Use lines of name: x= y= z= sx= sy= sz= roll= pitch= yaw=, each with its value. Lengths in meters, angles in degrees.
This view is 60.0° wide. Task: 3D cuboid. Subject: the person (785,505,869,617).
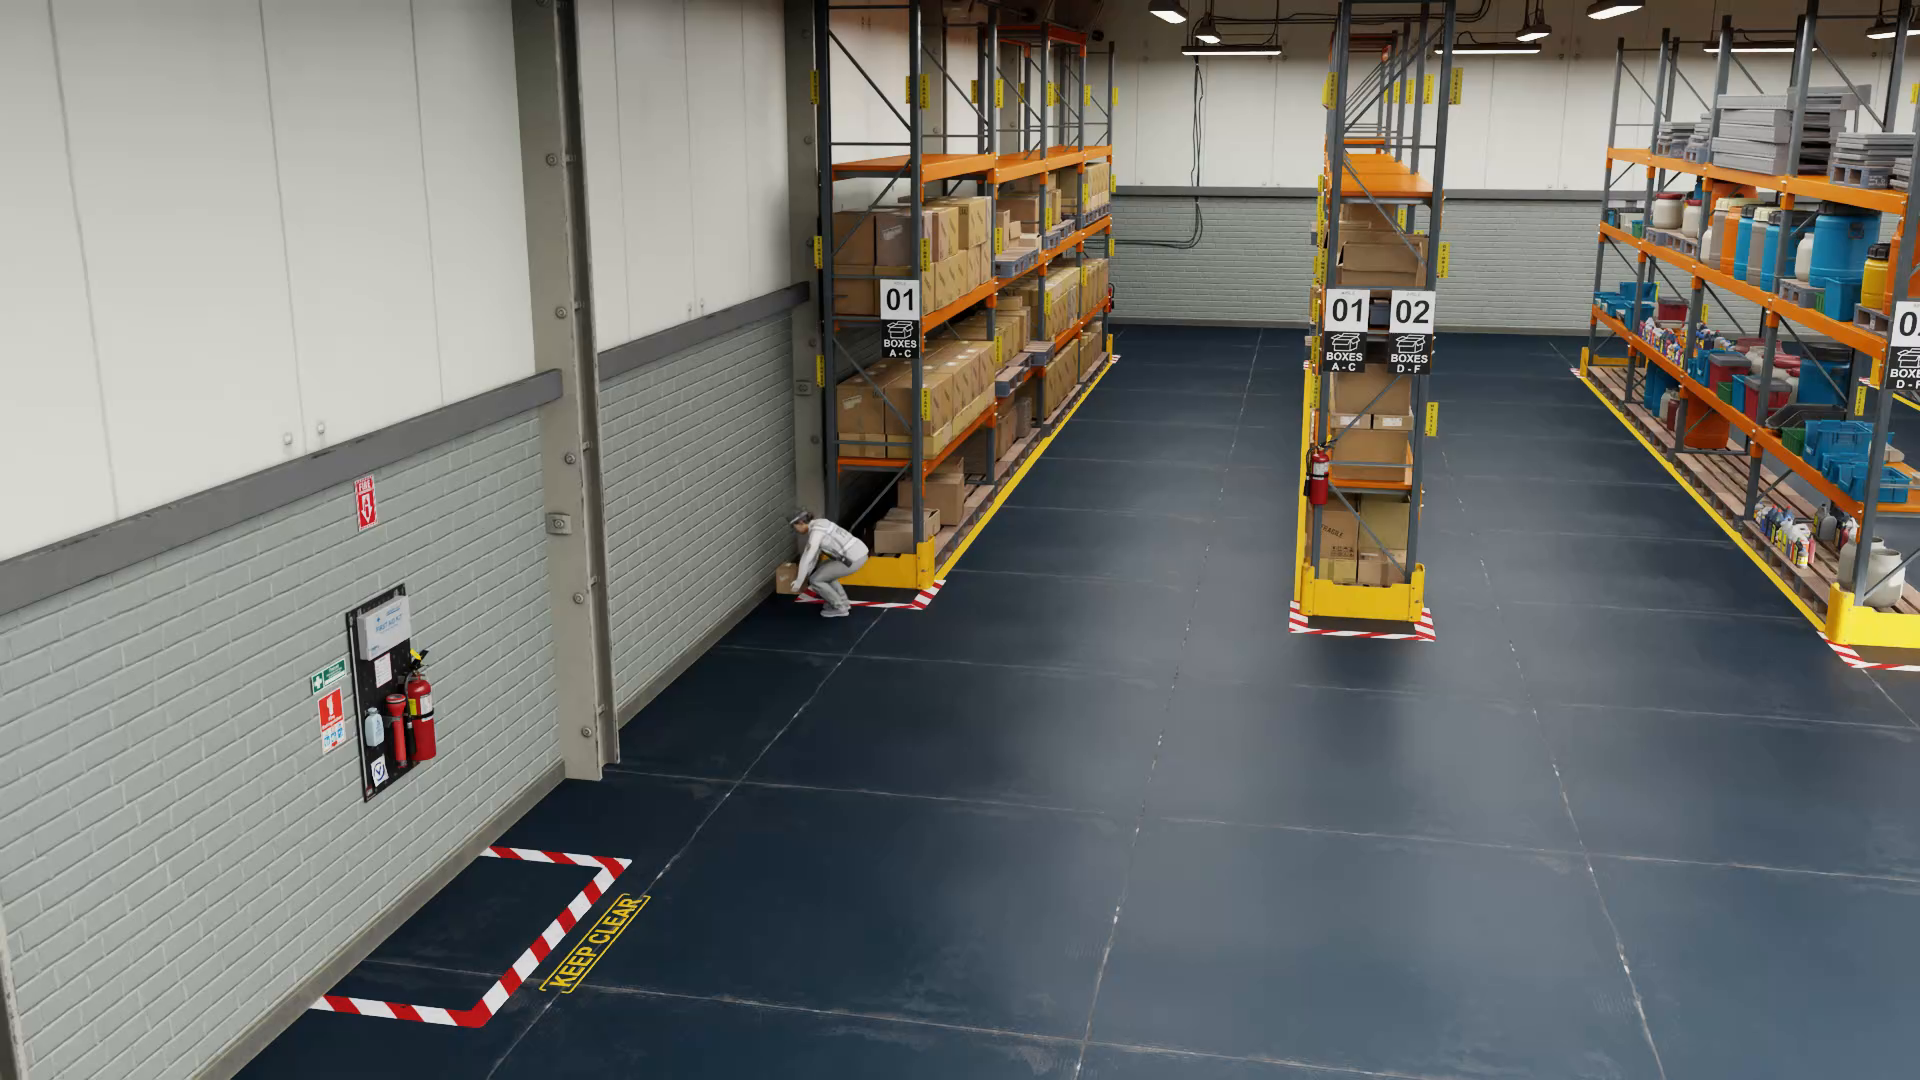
person: x=-1.319 y=0.200 z=16.382 sx=0.812 sy=1.094 sz=0.508 roll=3 pitch=15 yaw=11
